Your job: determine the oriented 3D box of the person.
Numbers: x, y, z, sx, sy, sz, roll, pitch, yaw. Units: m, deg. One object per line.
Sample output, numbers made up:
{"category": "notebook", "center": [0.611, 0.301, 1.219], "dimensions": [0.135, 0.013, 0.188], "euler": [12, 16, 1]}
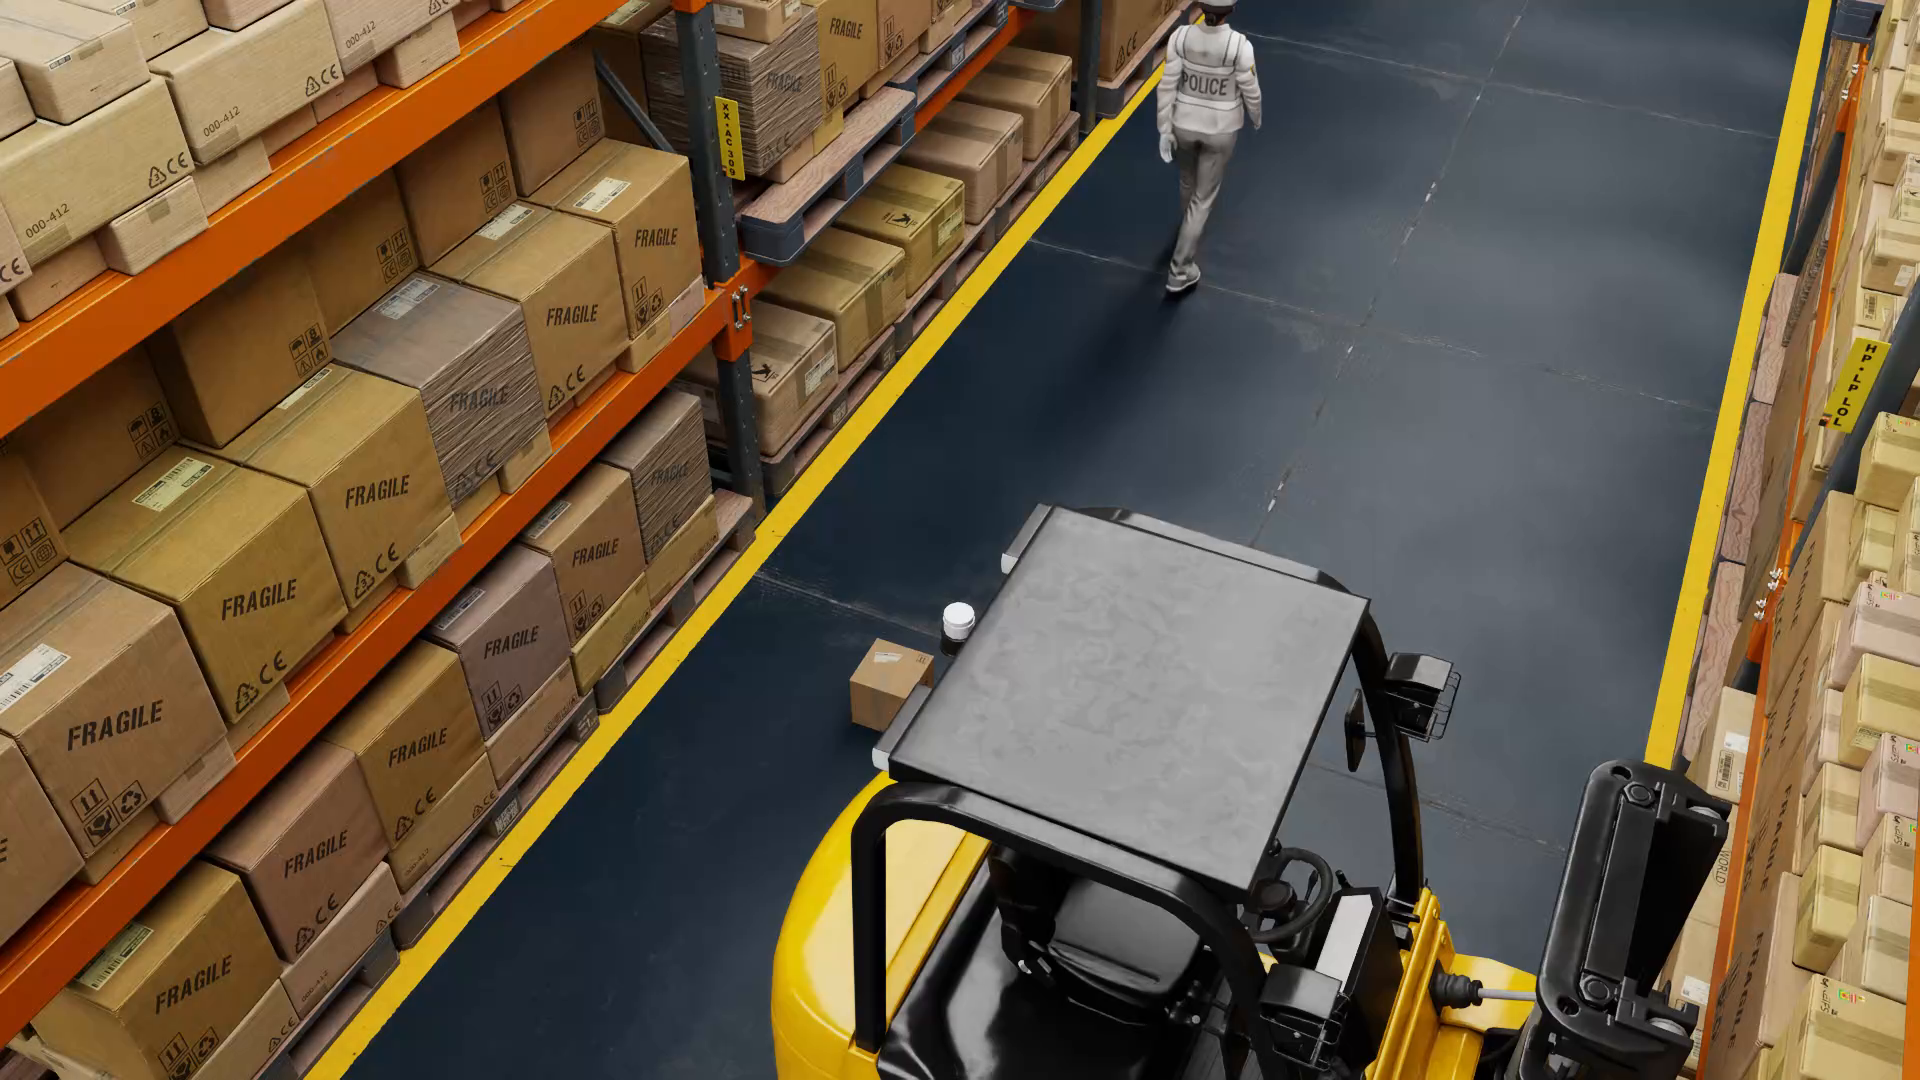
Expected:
{"category": "person", "center": [1.307, -2.186, 8.576], "dimensions": [0.499, 1.636, 0.954], "euler": [19, 45, 19]}
